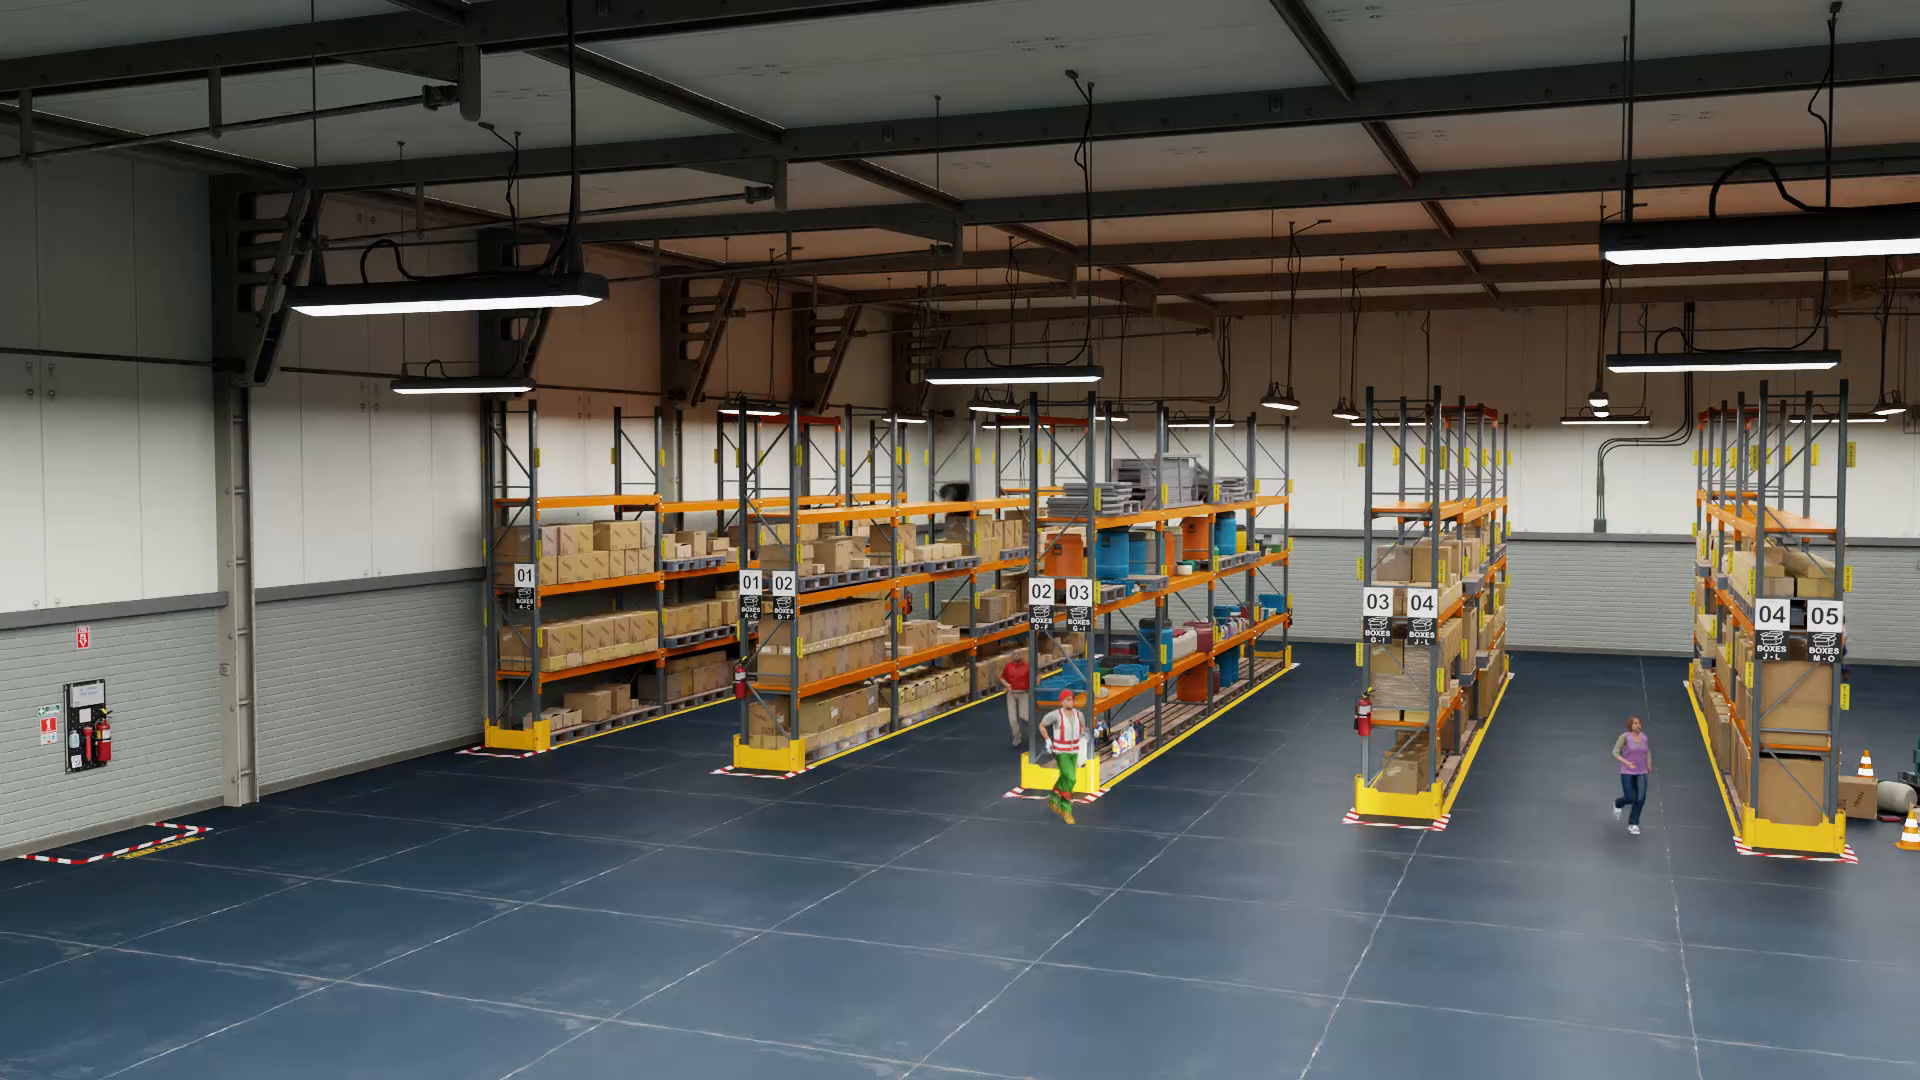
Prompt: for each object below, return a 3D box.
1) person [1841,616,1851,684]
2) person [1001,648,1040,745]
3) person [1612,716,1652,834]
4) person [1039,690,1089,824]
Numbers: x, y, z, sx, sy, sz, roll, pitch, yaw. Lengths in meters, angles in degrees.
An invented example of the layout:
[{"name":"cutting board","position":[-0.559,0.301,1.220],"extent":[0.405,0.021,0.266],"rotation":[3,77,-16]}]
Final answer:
[{"name":"person","position":[19.218,2.418,36.375],"extent":[0.552,1.605,0.618],"rotation":[1,3,15]},{"name":"person","position":[1.026,2.741,28.989],"extent":[0.674,1.692,0.614],"rotation":[1,3,13]},{"name":"person","position":[9.015,3.135,22.306],"extent":[0.551,1.542,0.610],"rotation":[0,3,-5]},{"name":"person","position":[1.466,2.979,23.026],"extent":[0.632,1.842,0.785],"rotation":[-2,3,-34]}]
